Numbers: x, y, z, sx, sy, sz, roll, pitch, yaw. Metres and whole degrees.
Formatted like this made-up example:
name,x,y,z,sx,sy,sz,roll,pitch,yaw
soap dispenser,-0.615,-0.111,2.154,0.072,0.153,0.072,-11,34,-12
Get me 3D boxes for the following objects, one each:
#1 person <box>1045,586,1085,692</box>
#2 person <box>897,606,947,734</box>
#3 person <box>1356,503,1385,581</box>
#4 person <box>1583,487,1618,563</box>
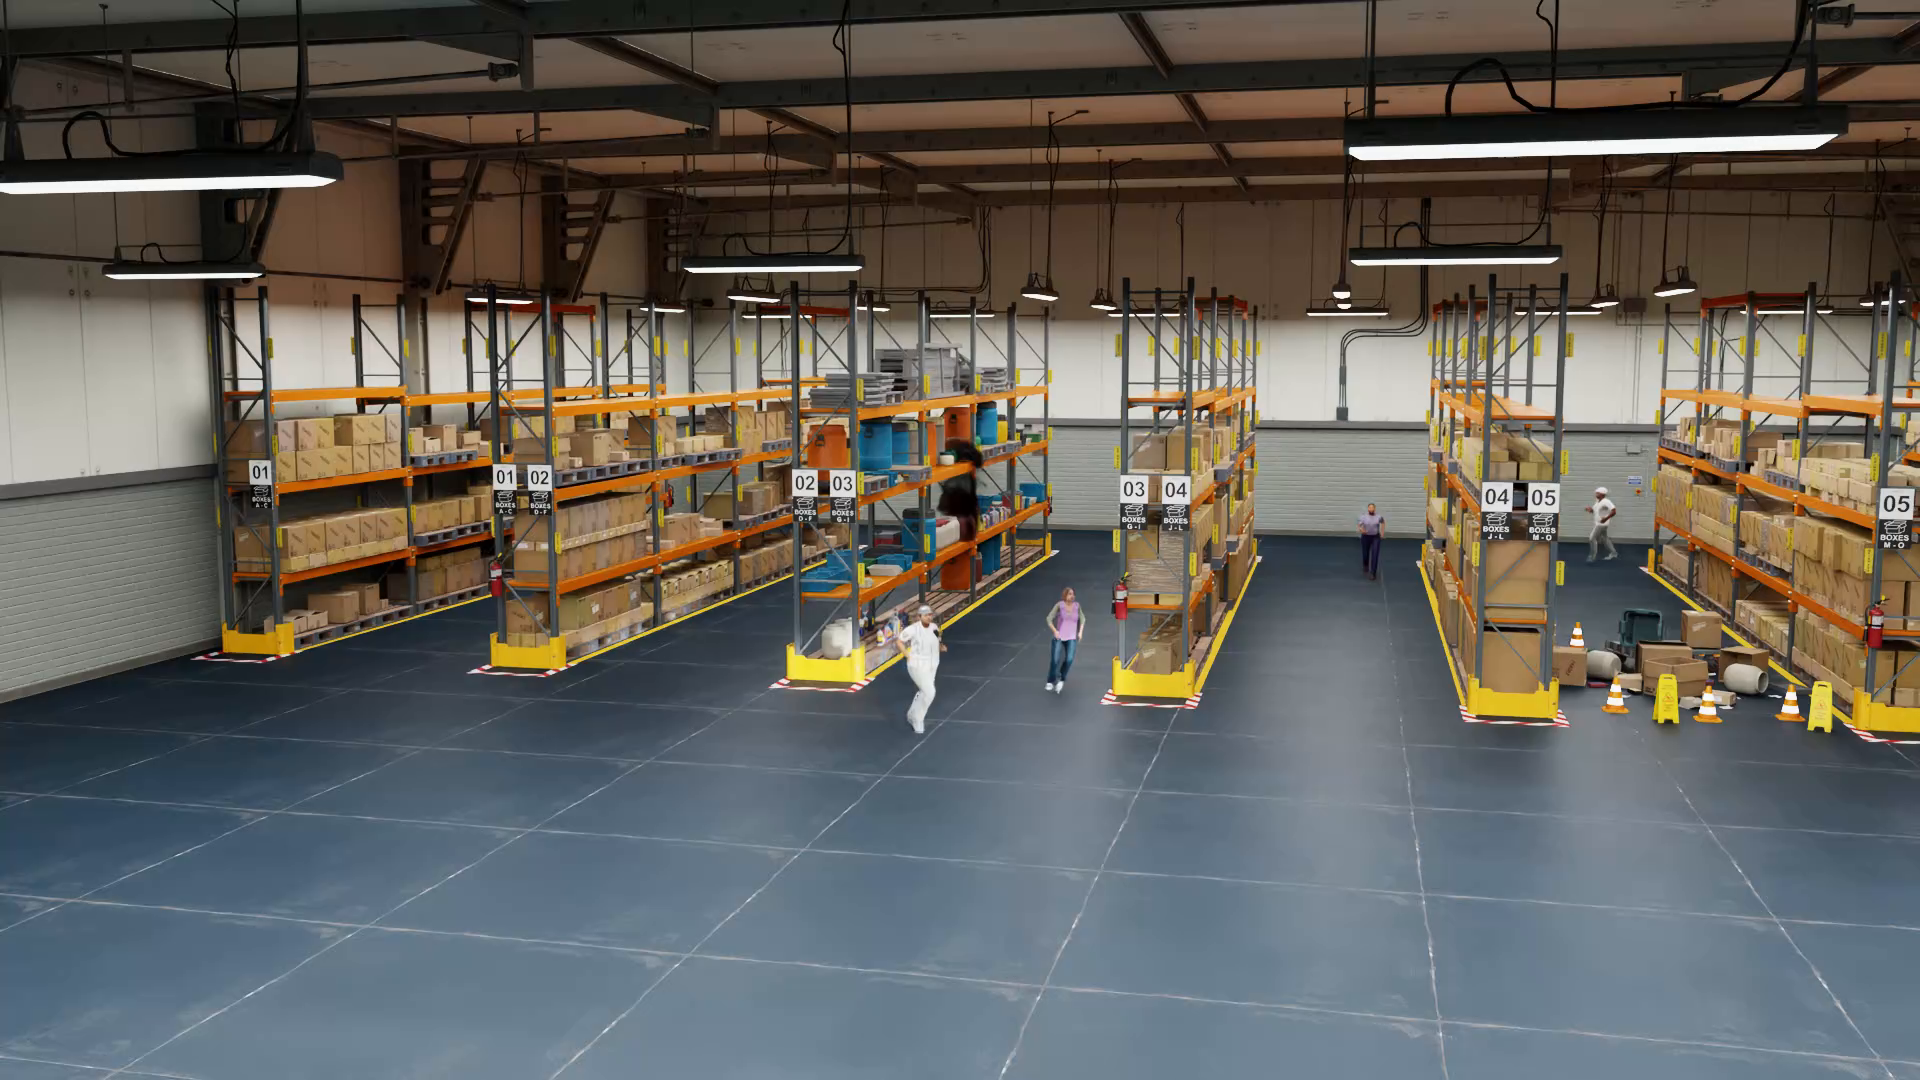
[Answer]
name,x,y,z,sx,sy,sz,roll,pitch,yaw
person,1.543,1.446,24.244,0.601,1.545,0.570,0,7,-4
person,-0.458,1.700,21.821,0.574,1.704,0.697,-6,9,-42
person,8.971,0.012,36.327,0.624,1.657,0.931,1,7,11
person,14.996,-0.329,38.821,0.781,1.822,0.695,1,7,13
